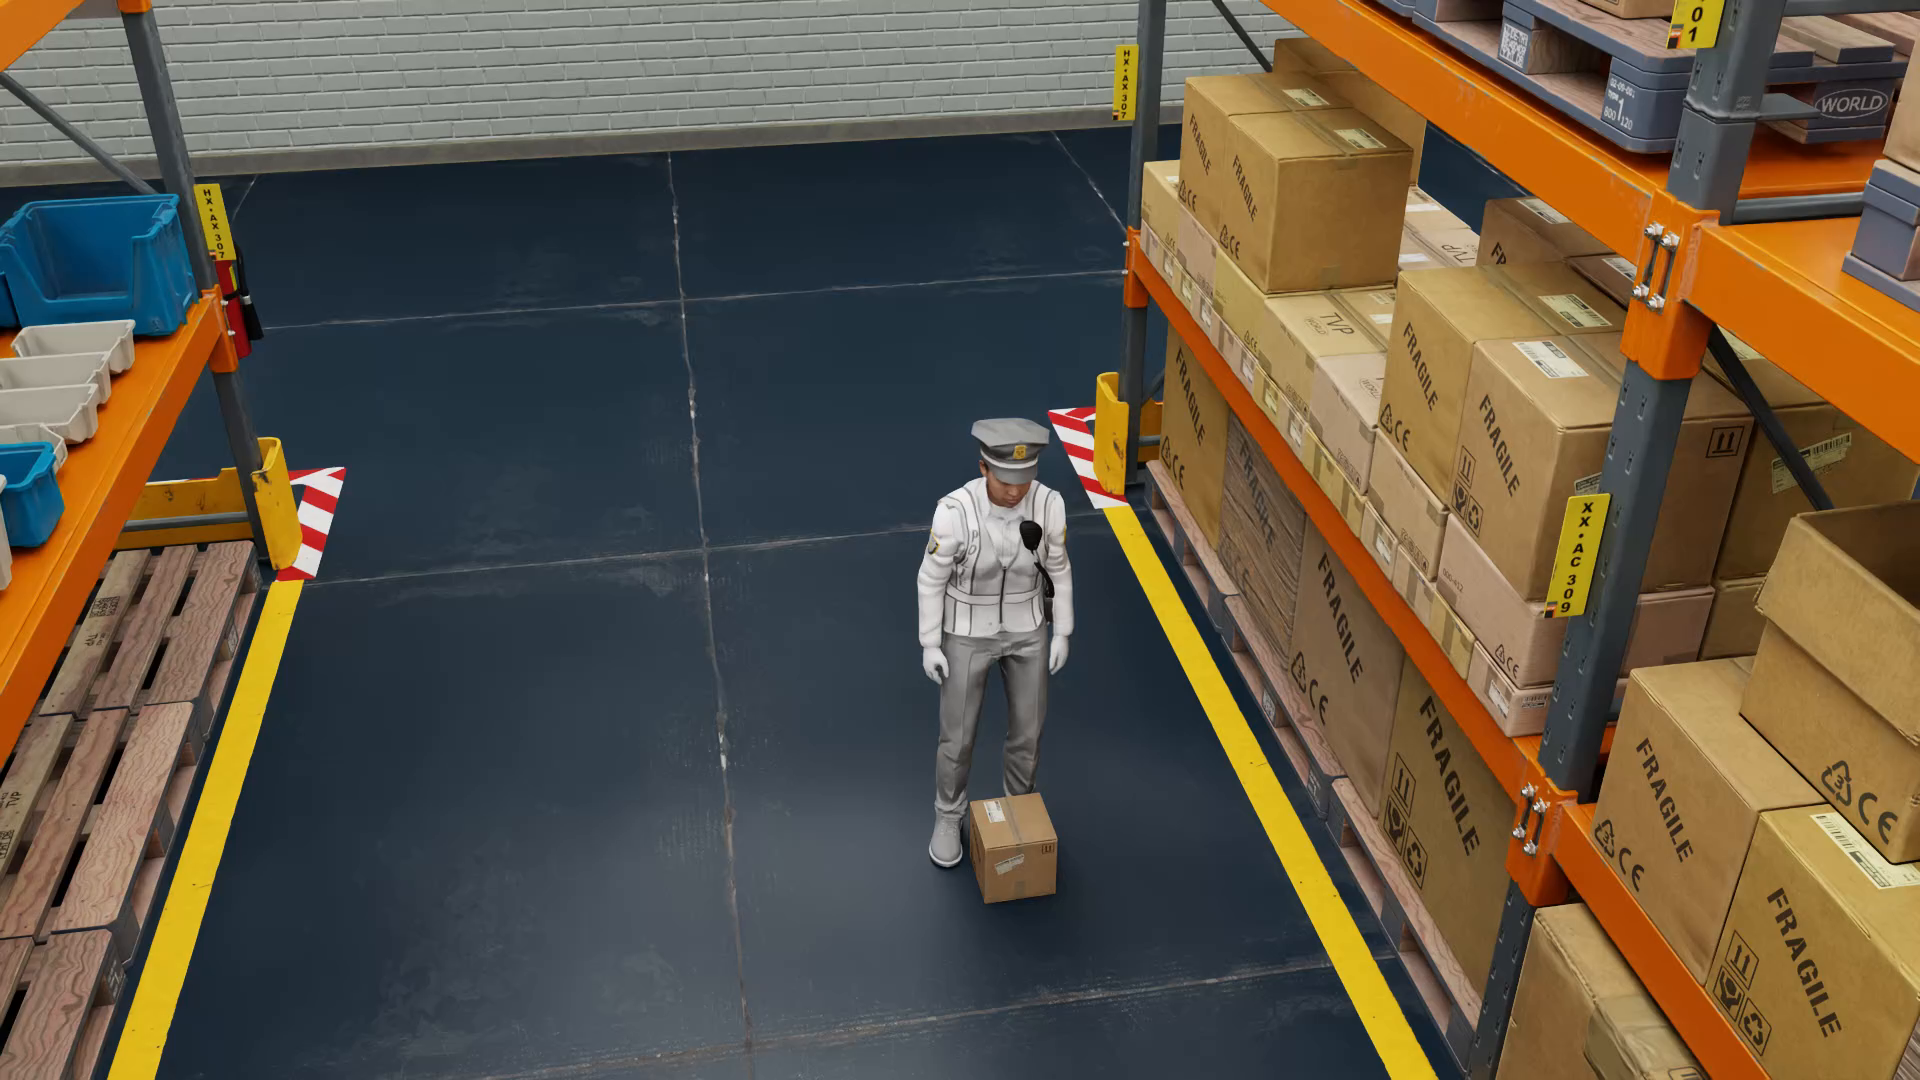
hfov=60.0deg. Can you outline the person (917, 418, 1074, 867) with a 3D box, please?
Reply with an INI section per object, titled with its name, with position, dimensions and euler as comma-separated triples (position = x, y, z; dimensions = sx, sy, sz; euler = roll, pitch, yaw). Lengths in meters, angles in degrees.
[person]
position = 0.123, 0.334, 5.571
dimensions = 0.526, 1.662, 0.375
euler = -6, 31, -9
